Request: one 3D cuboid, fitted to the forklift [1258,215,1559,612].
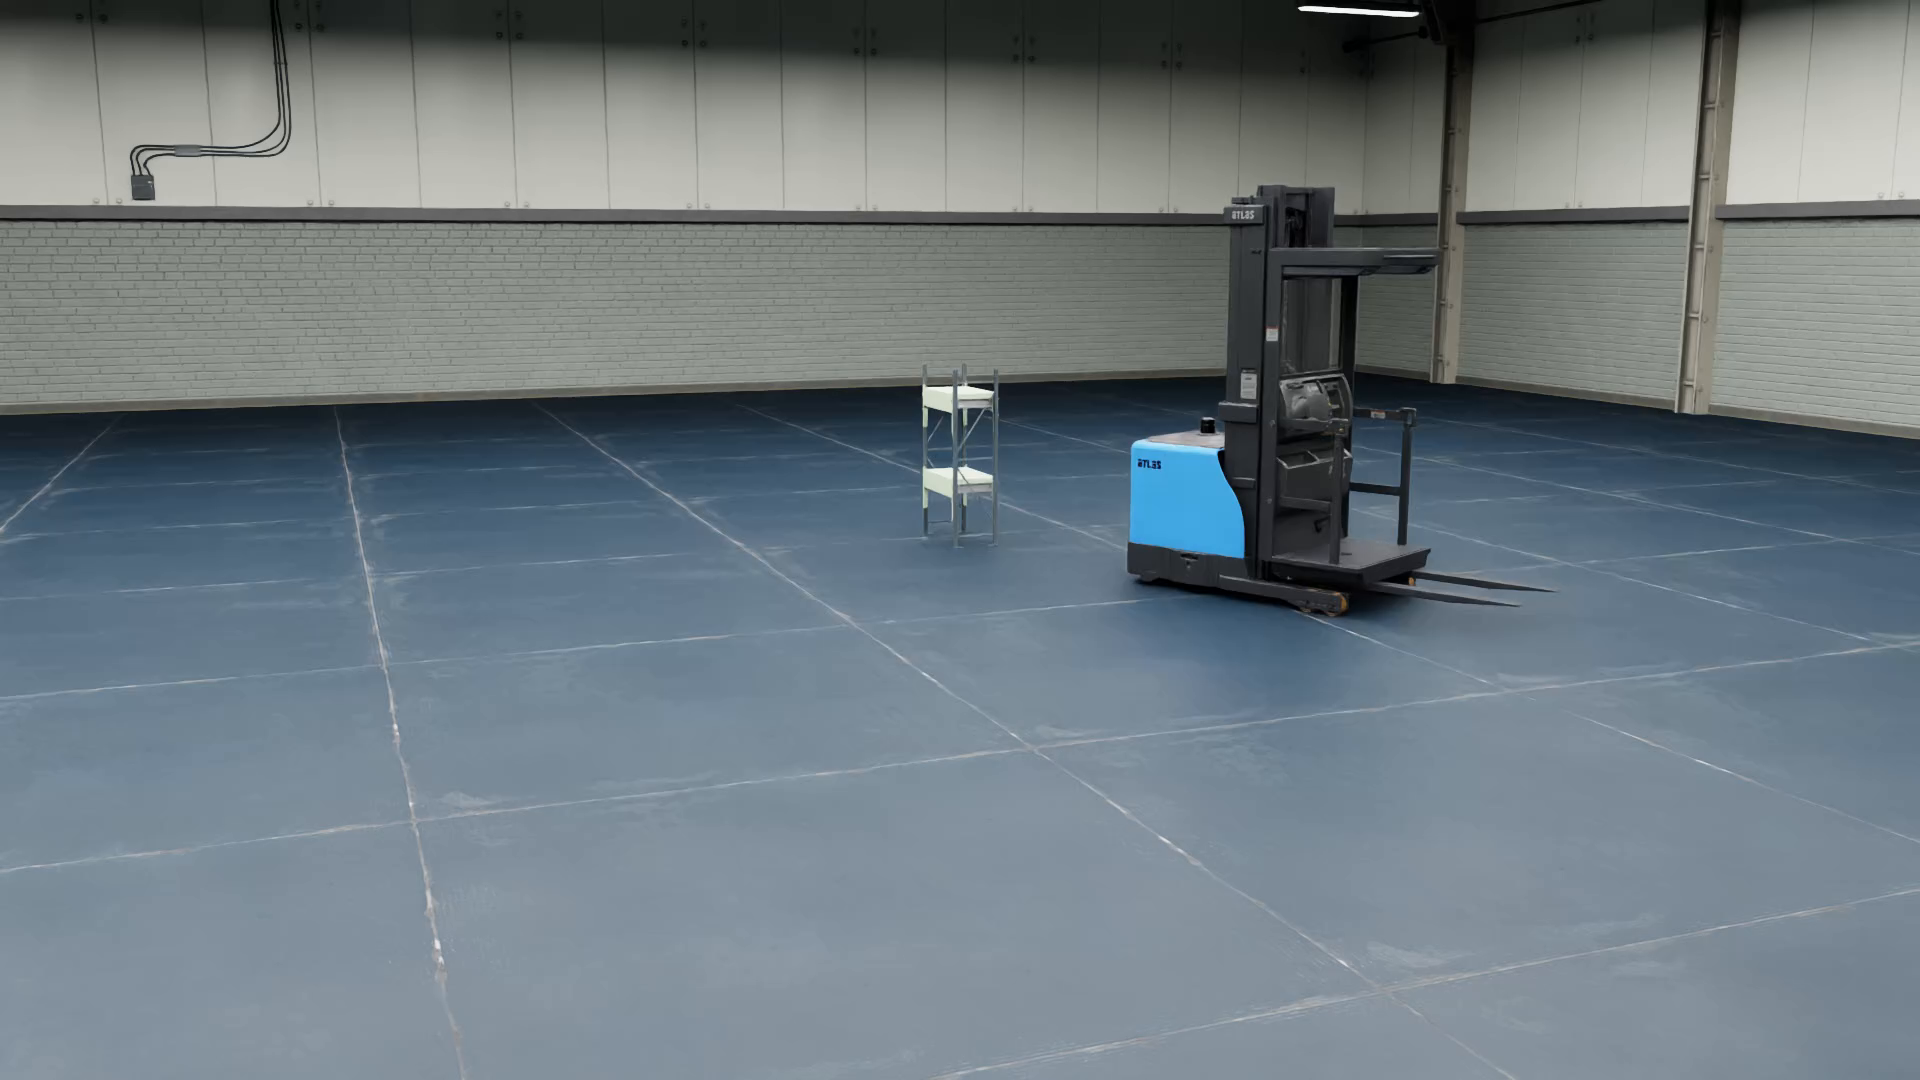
[{"bbox_3d":[3.025,-0.871,11.513,2.170,2.733,1.118,9,13,41],"label":"forklift"}]

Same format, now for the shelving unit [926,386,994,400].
[{"bbox_3d":[-0.002,-1.255,14.203,0.368,0.052,0.686,-4,11,-21],"label":"shelving unit"}]

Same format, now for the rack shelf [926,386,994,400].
[{"bbox_3d":[-0.002,-1.255,14.203,0.368,0.052,0.686,-4,11,-21],"label":"rack shelf"}]

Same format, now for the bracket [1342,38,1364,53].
[{"bbox_3d":[7.594,-9.539,32.076,0.235,0.232,0.430,-4,11,-21],"label":"bracket"}]

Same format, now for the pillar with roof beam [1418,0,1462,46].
[{"bbox_3d":[4.743,-10.010,27.831,8.718,2.987,0.548,-4,11,-21],"label":"pillar with roof beam"}]

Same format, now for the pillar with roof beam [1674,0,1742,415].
[{"bbox_3d":[7.096,-6.083,22.920,9.100,9.000,0.548,-4,11,-21],"label":"pillar with roof beam"}]
